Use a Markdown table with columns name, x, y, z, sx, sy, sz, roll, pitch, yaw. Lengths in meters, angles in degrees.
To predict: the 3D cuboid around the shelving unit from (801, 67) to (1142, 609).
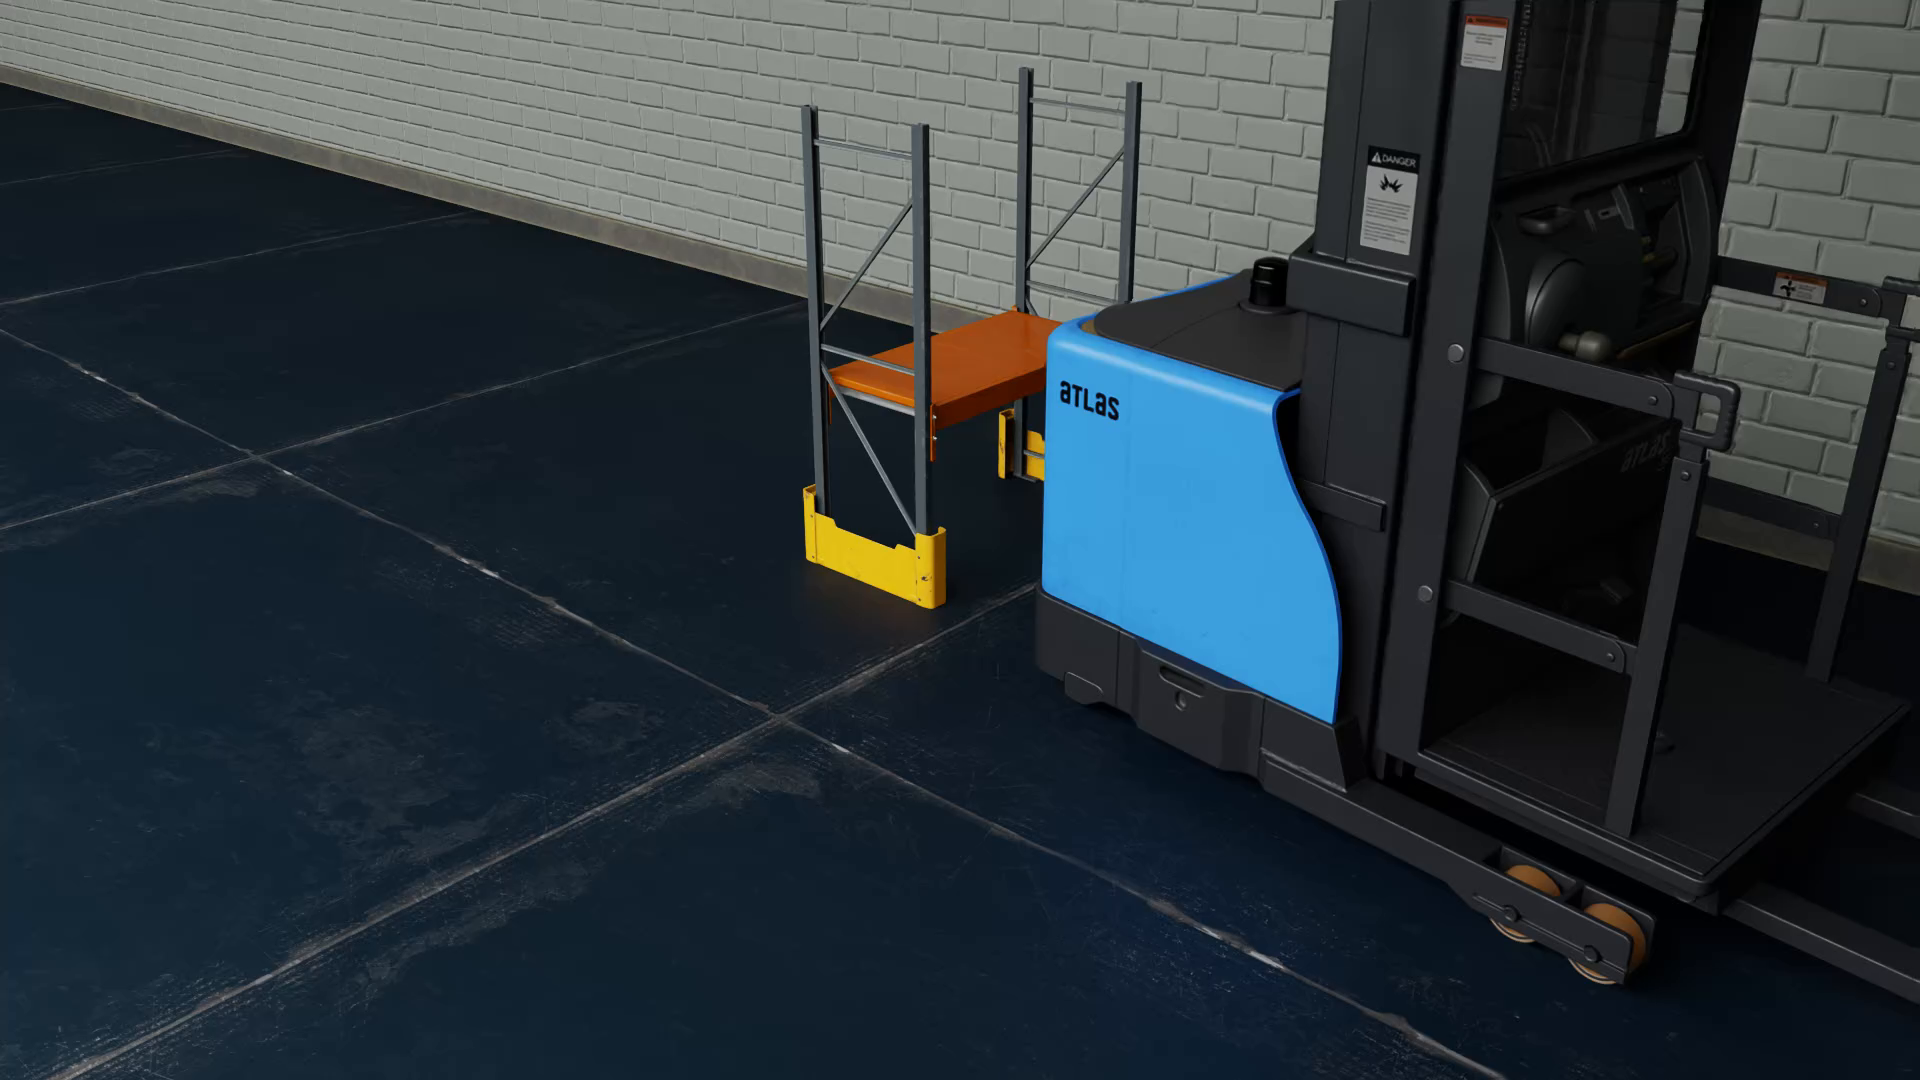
| name | x | y | z | sx | sy | sz | roll | pitch | yaw |
| --- | --- | --- | --- | --- | --- | --- | --- | --- | --- |
| shelving unit | 0.051 | -0.708 | 5.495 | 0.587 | 1.500 | 1.083 | 20 | 31 | 38 |

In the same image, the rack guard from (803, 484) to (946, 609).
| name | x | y | z | sx | sy | sz | roll | pitch | yaw |
| --- | --- | --- | --- | --- | --- | --- | --- | --- | --- |
| rack guard | -0.281 | 0.014 | 5.412 | 0.587 | 0.250 | 0.087 | 20 | 31 | 38 |

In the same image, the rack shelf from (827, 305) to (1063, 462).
| name | x | y | z | sx | sy | sz | roll | pitch | yaw |
| --- | --- | --- | --- | --- | --- | --- | --- | --- | --- |
| rack shelf | 0.057 | -0.546 | 5.575 | 0.538 | 0.185 | 1.000 | 20 | 31 | 38 |

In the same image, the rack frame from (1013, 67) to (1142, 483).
| name | x | y | z | sx | sy | sz | roll | pitch | yaw |
| --- | --- | --- | --- | --- | --- | --- | --- | --- | --- |
| rack frame | 0.396 | -0.865 | 5.847 | 0.500 | 1.500 | 0.032 | 20 | 31 | 38 |

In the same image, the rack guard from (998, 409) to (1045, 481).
| name | x | y | z | sx | sy | sz | roll | pitch | yaw |
| --- | --- | --- | --- | --- | --- | --- | --- | --- | --- |
| rack guard | 0.383 | -0.289 | 6.089 | 0.587 | 0.250 | 0.087 | 20 | 31 | 38 |

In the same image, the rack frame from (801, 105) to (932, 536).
| name | x | y | z | sx | sy | sz | roll | pitch | yaw |
| --- | --- | --- | --- | --- | --- | --- | --- | --- | --- |
| rack frame | -0.282 | -0.555 | 5.156 | 0.500 | 1.500 | 0.032 | 20 | 31 | 38 |

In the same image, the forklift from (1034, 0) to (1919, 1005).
| name | x | y | z | sx | sy | sz | roll | pitch | yaw |
| --- | --- | --- | --- | --- | --- | --- | --- | --- | --- |
| forklift | 1.578 | -0.613 | 3.534 | 1.130 | 2.935 | 3.031 | -20 | 31 | -38 |
